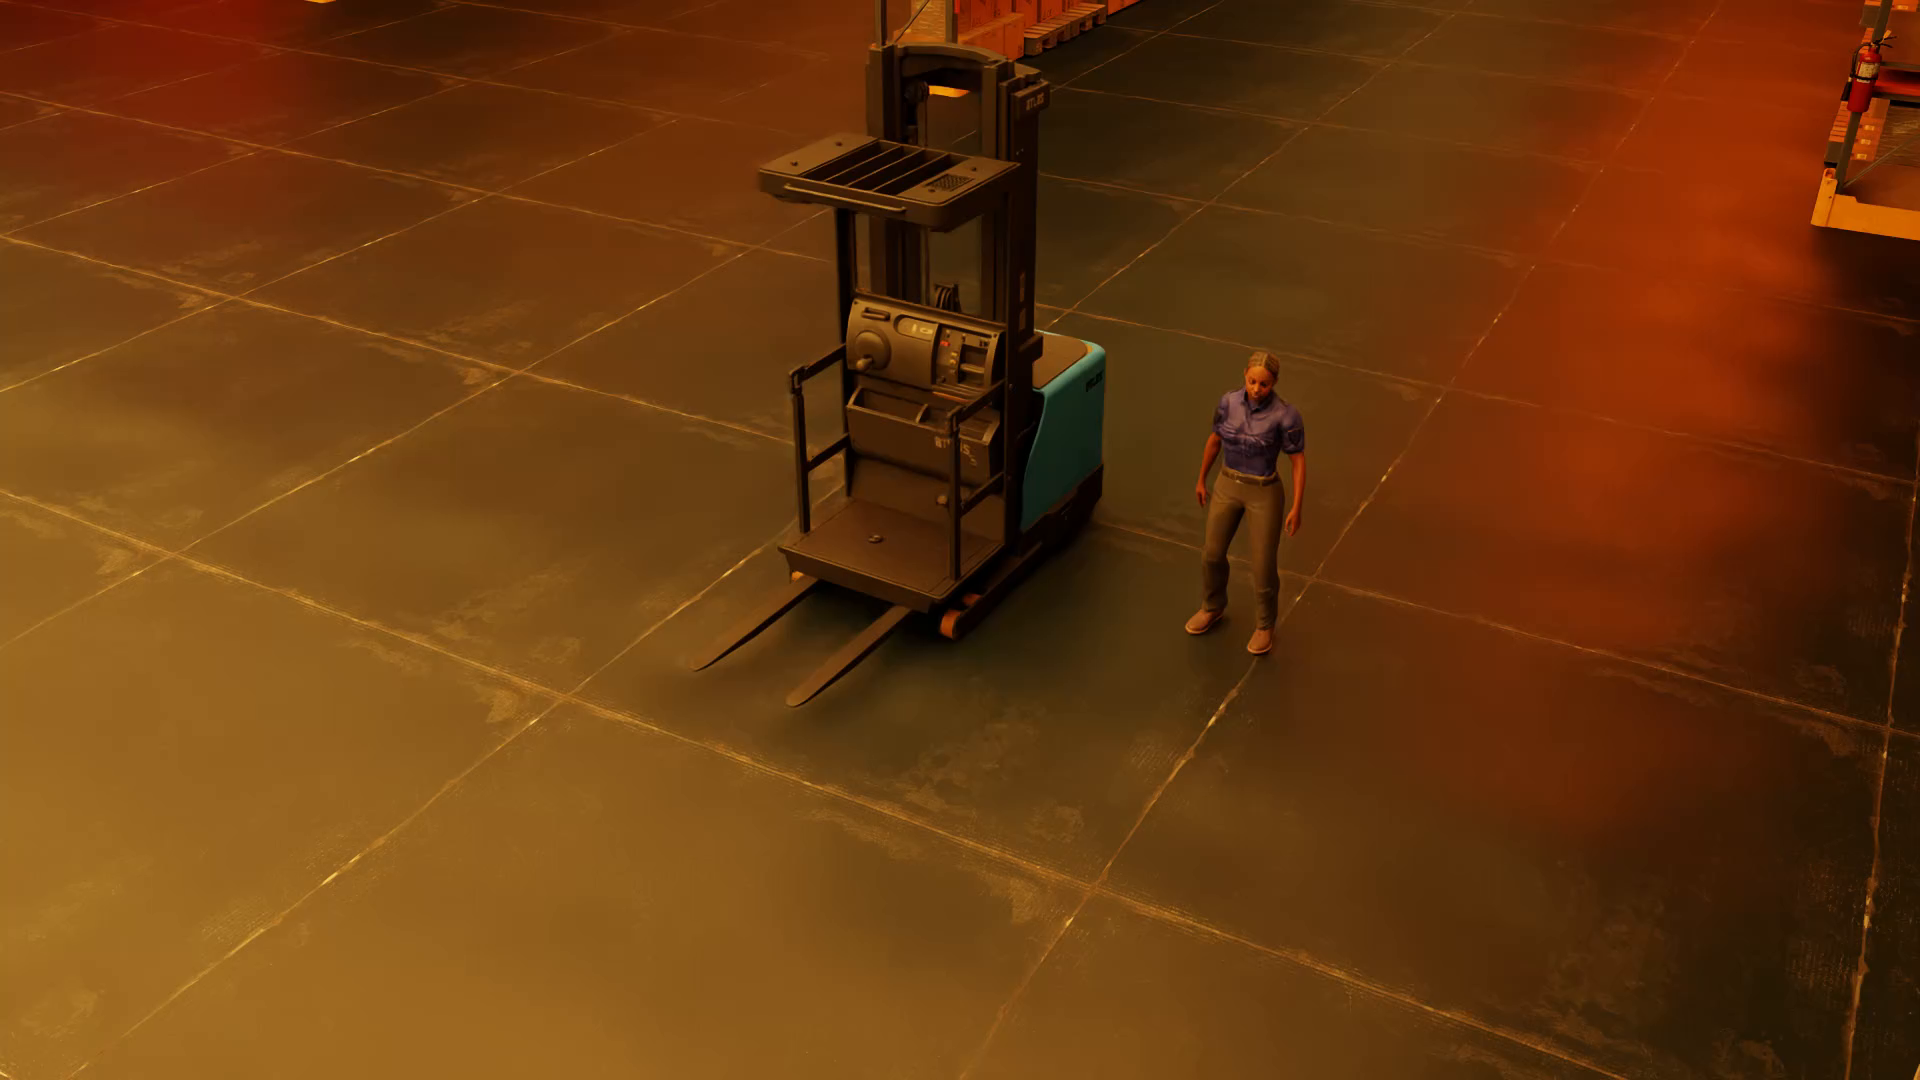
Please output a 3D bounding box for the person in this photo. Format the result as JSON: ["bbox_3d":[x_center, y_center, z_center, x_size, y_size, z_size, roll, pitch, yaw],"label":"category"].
[{"bbox_3d":[1.509,-0.218,8.733,0.616,1.650,0.367,17,34,27],"label":"person"}]

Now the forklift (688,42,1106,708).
[{"bbox_3d":[-0.314,-0.992,8.789,1.130,2.935,3.031,17,34,27],"label":"forklift"}]
